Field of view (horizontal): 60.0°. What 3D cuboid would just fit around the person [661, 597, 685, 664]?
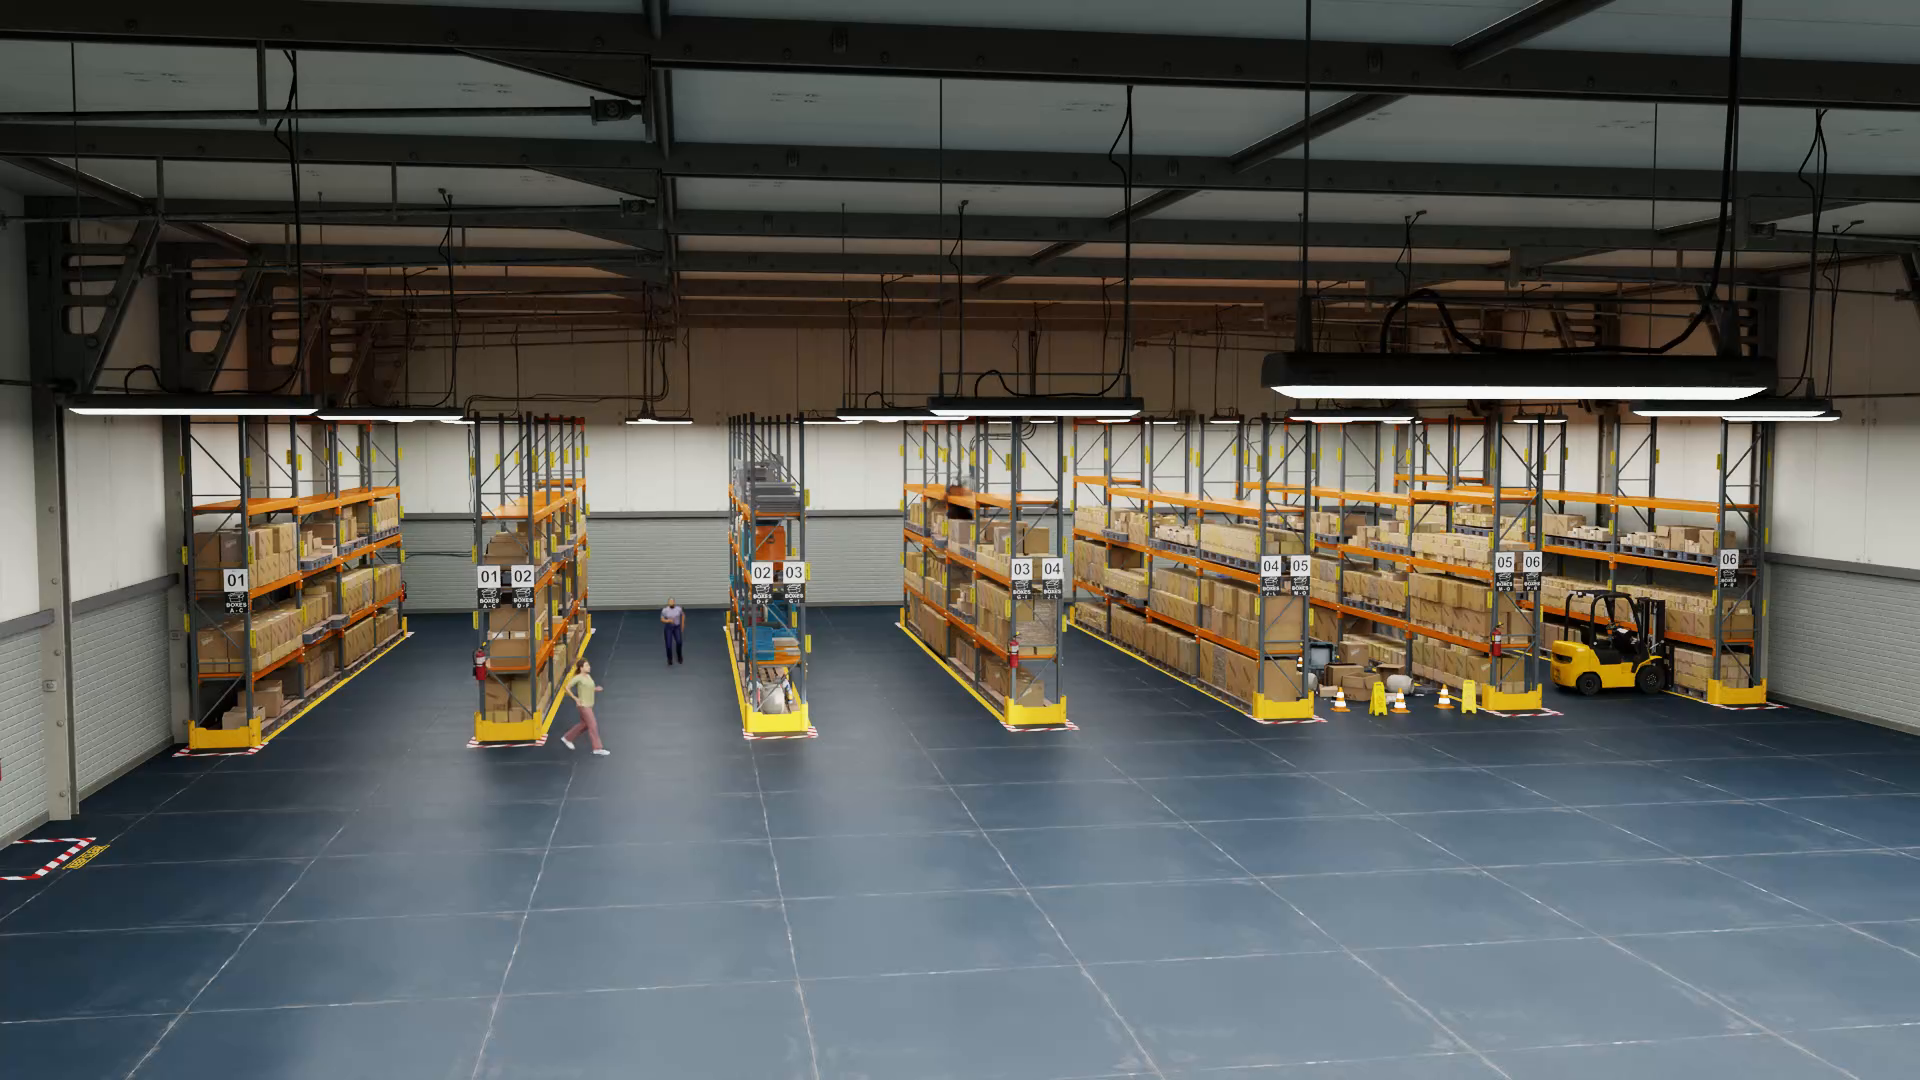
[{"bbox_3d":[-6.895,2.191,40.016,0.601,1.613,0.648,-1,4,-17],"label":"person"}]

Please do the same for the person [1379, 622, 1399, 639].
[{"bbox_3d":[11.232,1.905,43.484,0.642,1.787,0.763,-1,4,-13],"label":"person"}]

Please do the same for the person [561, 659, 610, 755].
[{"bbox_3d":[-6.537,2.895,28.962,0.970,1.651,0.576,1,4,13],"label":"person"}]

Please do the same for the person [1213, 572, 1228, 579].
[{"bbox_3d":[7.902,1.489,50.550,0.791,1.628,0.578,-1,4,-17],"label":"person"}]
